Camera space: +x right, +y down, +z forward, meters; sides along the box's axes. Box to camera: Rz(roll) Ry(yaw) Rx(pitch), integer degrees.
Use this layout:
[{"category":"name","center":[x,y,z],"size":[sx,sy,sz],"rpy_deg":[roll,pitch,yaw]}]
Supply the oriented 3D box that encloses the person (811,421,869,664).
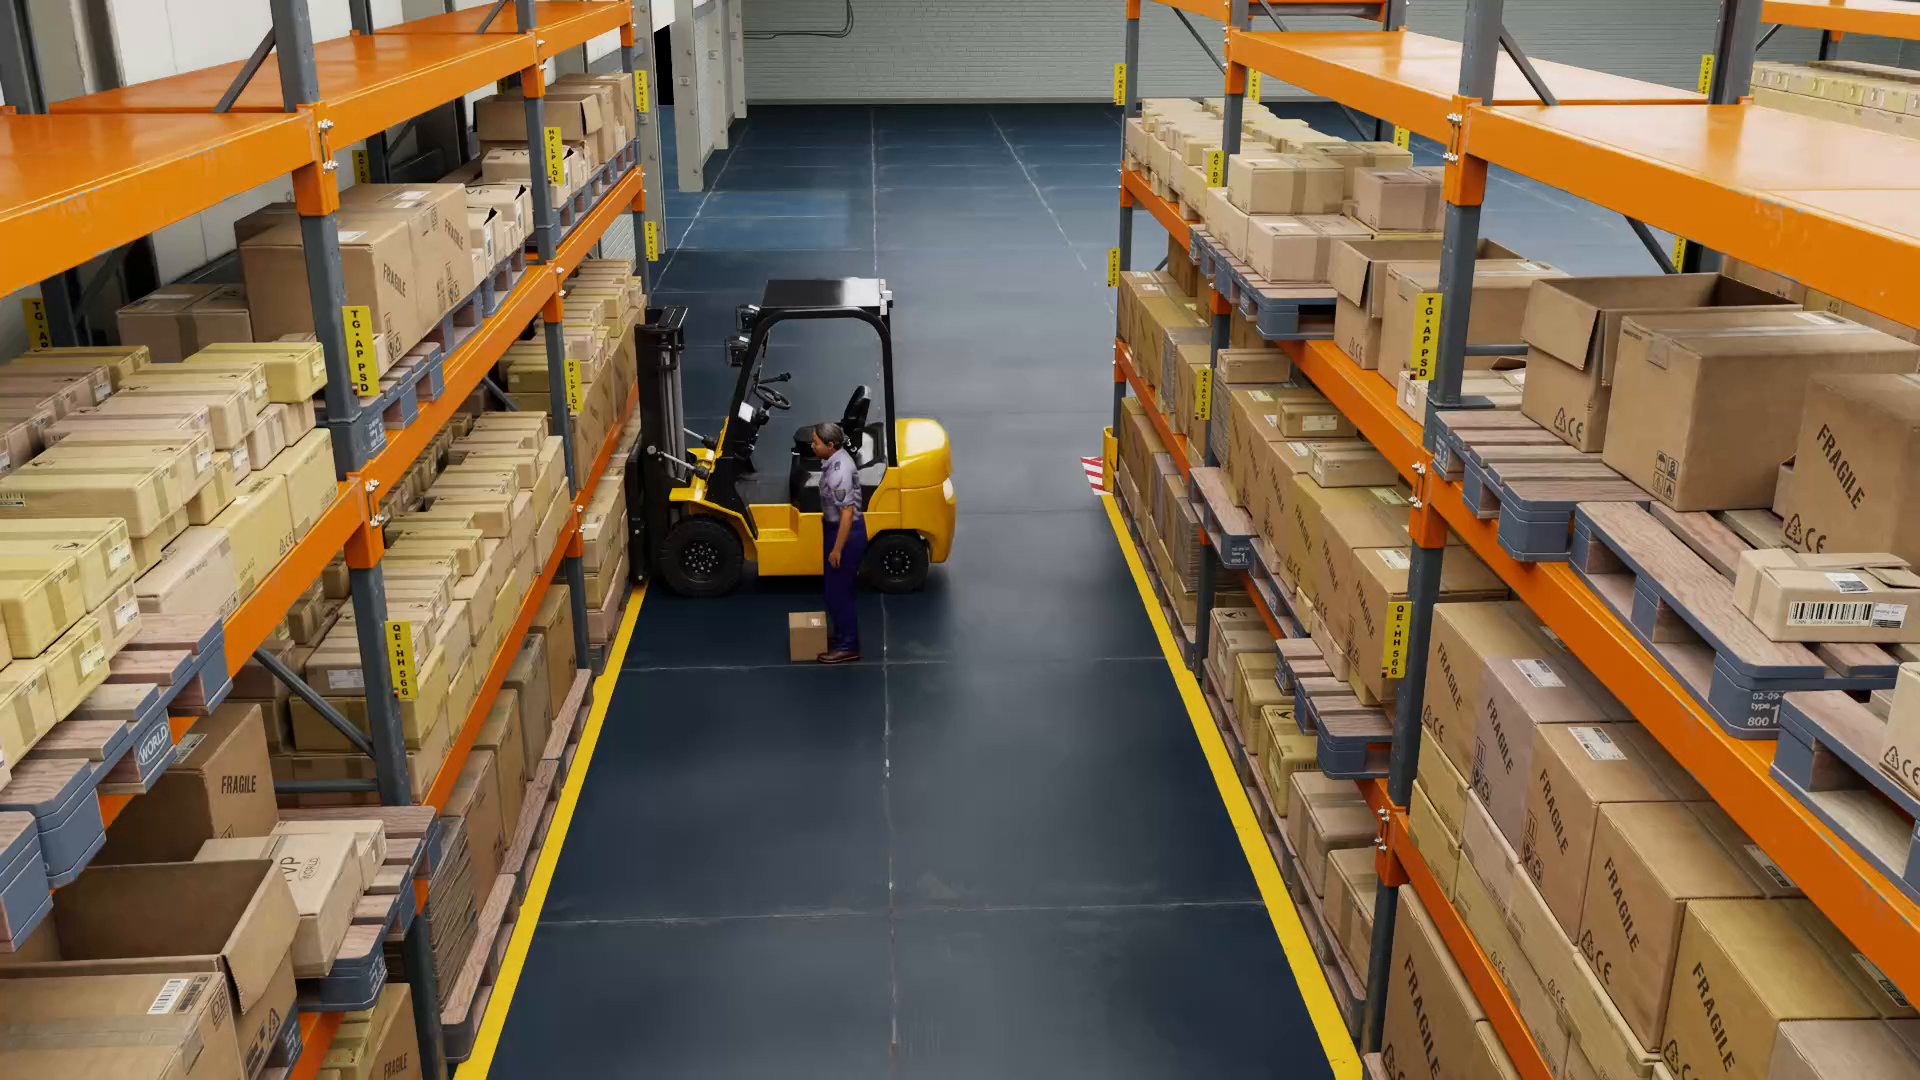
[{"category":"person","center":[-0.801,-0.008,11.109],"size":[0.368,1.653,0.563],"rpy_deg":[-2,21,-6]}]
